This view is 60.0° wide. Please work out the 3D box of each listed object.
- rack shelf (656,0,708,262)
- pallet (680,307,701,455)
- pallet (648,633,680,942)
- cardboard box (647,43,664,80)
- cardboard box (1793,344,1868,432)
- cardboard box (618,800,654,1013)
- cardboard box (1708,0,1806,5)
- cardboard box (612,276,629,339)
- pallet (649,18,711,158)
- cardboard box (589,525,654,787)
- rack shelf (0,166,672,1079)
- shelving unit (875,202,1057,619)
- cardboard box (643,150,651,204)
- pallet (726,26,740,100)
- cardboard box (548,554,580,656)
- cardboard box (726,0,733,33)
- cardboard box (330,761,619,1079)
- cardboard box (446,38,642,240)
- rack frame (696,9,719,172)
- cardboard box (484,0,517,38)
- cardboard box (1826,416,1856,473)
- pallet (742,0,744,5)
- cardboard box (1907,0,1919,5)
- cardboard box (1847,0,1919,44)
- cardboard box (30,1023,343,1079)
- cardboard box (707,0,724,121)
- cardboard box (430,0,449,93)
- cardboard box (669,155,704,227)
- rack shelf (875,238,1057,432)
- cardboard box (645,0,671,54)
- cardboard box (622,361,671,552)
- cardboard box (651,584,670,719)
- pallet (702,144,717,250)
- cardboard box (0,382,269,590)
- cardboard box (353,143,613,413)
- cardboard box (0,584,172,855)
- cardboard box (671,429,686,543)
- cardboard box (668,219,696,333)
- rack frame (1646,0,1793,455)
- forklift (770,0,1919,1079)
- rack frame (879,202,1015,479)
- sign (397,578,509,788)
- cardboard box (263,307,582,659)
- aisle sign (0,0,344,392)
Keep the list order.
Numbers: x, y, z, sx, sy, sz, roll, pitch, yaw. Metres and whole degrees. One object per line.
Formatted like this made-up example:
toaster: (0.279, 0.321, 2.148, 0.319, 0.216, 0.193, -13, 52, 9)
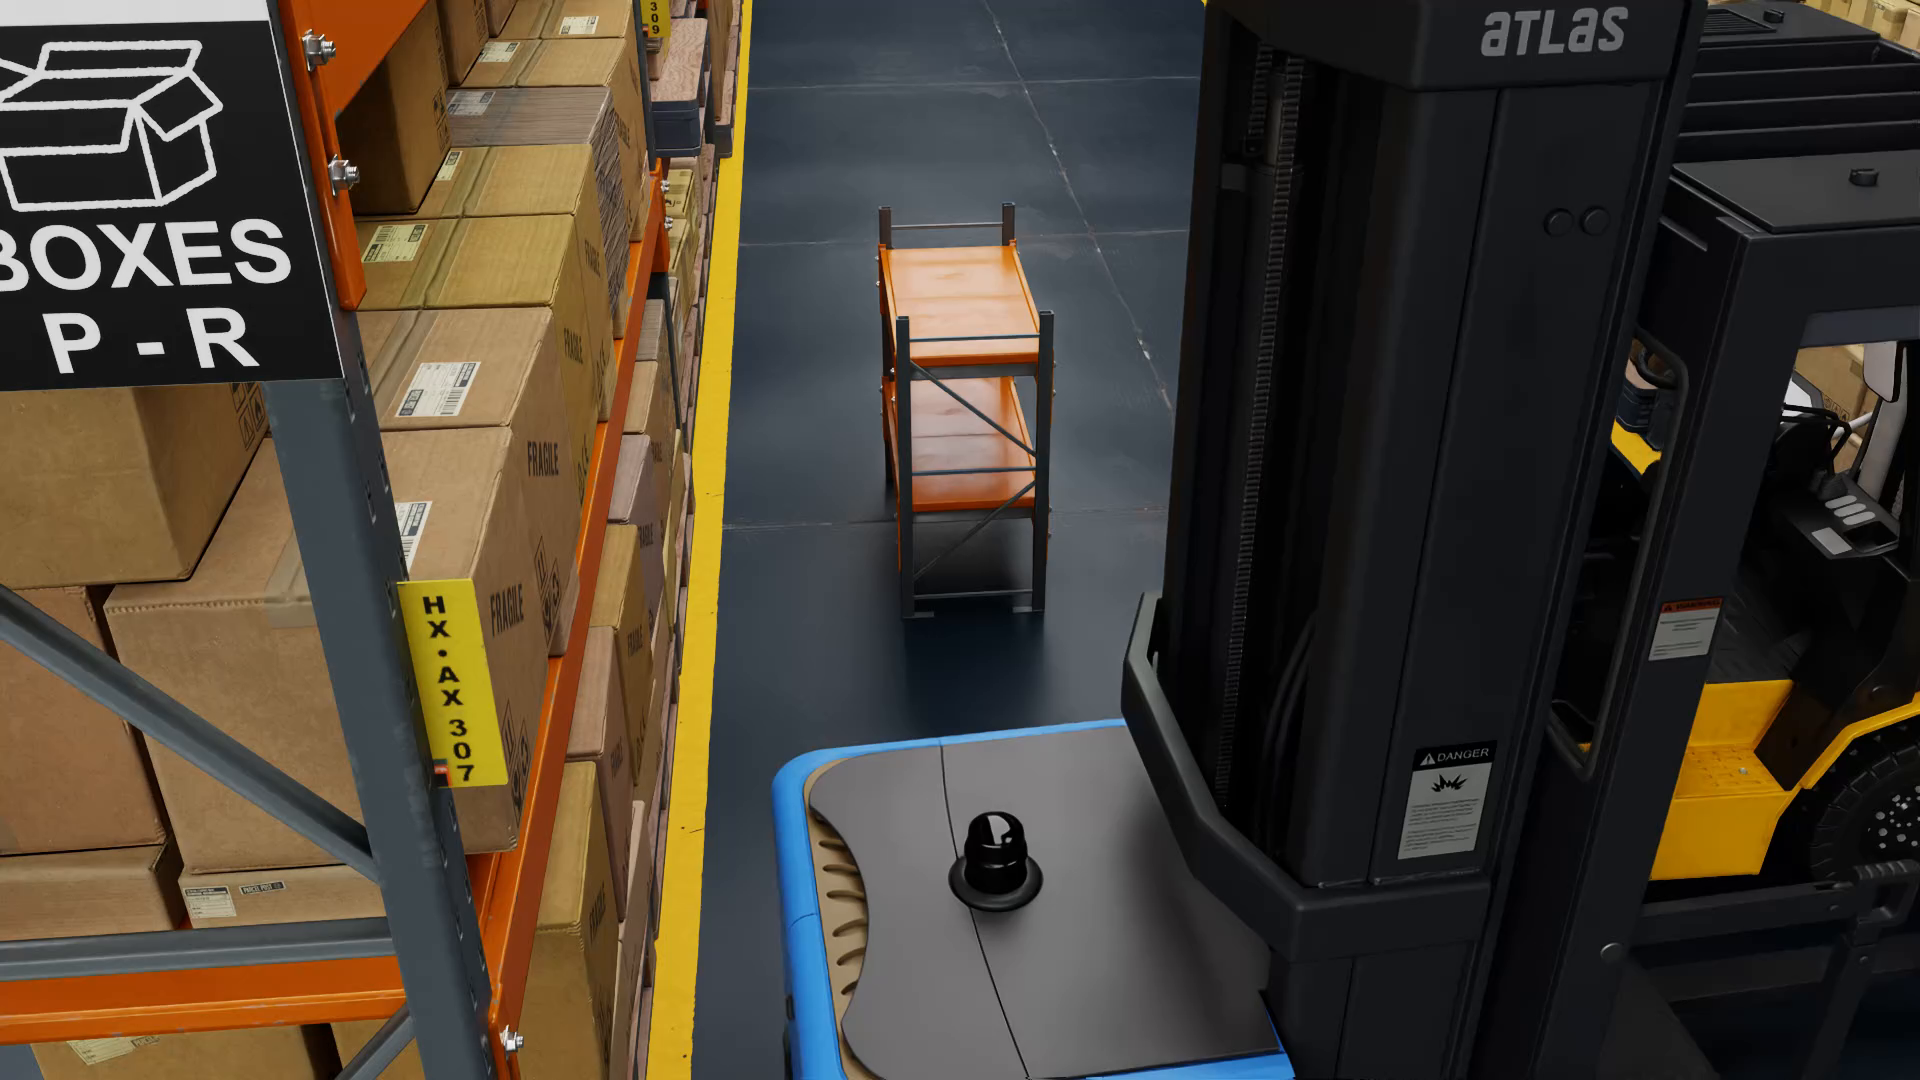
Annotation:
rack shelf: (-1.761, -2.165, 7.652, 1.077, 0.370, 4.000, -3, 31, -5)
pallet: (-1.648, -0.654, 7.138, 1.003, 0.211, 1.213, -3, 31, -5)
pallet: (-1.359, 0.709, 4.856, 1.003, 0.211, 1.213, -3, 31, -5)
cardboard box: (-1.311, -1.823, 6.212, 0.380, 0.149, 0.250, -2, 31, -4)
cardboard box: (3.138, -0.598, 5.624, 0.500, 0.250, 0.500, -3, 31, -5)
cardboard box: (-1.040, 0.903, 4.085, 0.500, 0.250, 0.500, -2, 31, -3)
cardboard box: (3.067, -2.082, 6.469, 0.500, 0.250, 0.500, -3, 31, -6)
cardboard box: (-1.142, -0.677, 4.704, 0.380, 0.149, 0.250, -3, 31, -5)
pallet: (-1.500, -1.768, 6.472, 1.003, 0.211, 1.213, -3, 31, -5)
cardboard box: (-1.095, 0.307, 4.352, 0.500, 0.500, 0.500, -2, 31, -4)
rack shelf: (-1.387, -0.123, 4.233, 1.077, 0.370, 4.000, -3, 31, -5)
shelving unit: (-0.001, -0.486, 5.967, 0.538, 1.125, 1.048, -3, 31, -5)
cardboard box: (-1.240, -1.196, 5.572, 0.380, 0.149, 0.250, -3, 31, -5)
pallet: (-2.057, -3.326, 11.612, 1.003, 0.211, 1.213, -3, 31, -5)
cardboard box: (-0.985, 0.114, 3.379, 0.380, 0.149, 0.250, -2, 31, -4)
cardboard box: (-2.092, -4.032, 11.738, 0.875, 0.875, 0.875, -2, 31, -3)
cardboard box: (-1.003, 0.830, 3.476, 0.500, 0.500, 0.500, -4, 31, -6)
cardboard box: (-1.230, -1.146, 4.857, 0.500, 0.500, 0.500, -2, 31, -3)
rack frame: (-1.948, -3.495, 9.177, 1.000, 3.000, 0.127, -3, 31, -5)
cardboard box: (-1.749, -1.818, 5.006, 0.700, 0.500, 0.500, -3, 31, -5)
cardboard box: (3.155, -0.389, 5.760, 0.500, 0.250, 0.500, -3, 31, -5)
pallet: (-2.314, -4.732, 13.967, 1.003, 0.211, 1.213, -3, 31, -5)
cardboard box: (3.234, -1.837, 5.380, 0.380, 0.149, 0.250, -2, 31, -4)
cardboard box: (3.161, -1.707, 5.452, 0.380, 0.149, 0.250, -2, 31, -3)
cardboard box: (-1.535, 0.871, 3.408, 0.500, 0.500, 0.500, -3, 31, -4)
cardboard box: (-1.929, -3.120, 10.211, 0.875, 0.875, 0.875, -3, 31, -5)
cardboard box: (-1.703, -1.299, 4.136, 0.700, 0.500, 0.500, -3, 31, -6)
cardboard box: (-1.828, -1.882, 8.629, 0.950, 0.372, 0.625, -3, 31, -6)
rack shelf: (-0.001, -0.738, 5.817, 0.538, 0.278, 1.000, -3, 31, -5)
cardboard box: (-1.332, -2.057, 5.972, 0.500, 0.500, 0.500, -2, 31, -3)
cardboard box: (-1.202, -0.226, 5.244, 0.500, 0.500, 0.500, -2, 31, -4)
cardboard box: (-1.148, 0.367, 4.982, 0.500, 0.250, 0.500, -2, 31, -4)
pallet: (-1.876, -1.899, 9.224, 1.003, 0.211, 1.213, -3, 31, -5)
cardboard box: (-1.465, -0.261, 2.400, 0.700, 0.500, 0.500, -3, 31, -6)
cardboard box: (-1.124, -0.620, 3.976, 0.500, 0.500, 0.500, -3, 31, -6)
cardboard box: (-1.525, 0.154, 2.679, 0.500, 0.500, 0.500, -3, 31, -5)
cardboard box: (-1.251, -0.164, 5.871, 0.500, 0.250, 0.500, -1, 31, -2)
cardboard box: (-1.696, -1.140, 7.386, 0.950, 0.372, 0.625, -1, 31, -1)
rack frame: (3.368, -1.693, 6.159, 1.000, 3.000, 0.127, -3, 31, -5)
forklift: (1.165, 0.216, 3.031, 3.031, 2.935, 1.130, -5, 31, -8)
rack frame: (-0.048, -0.746, 6.402, 0.500, 1.125, 0.032, -3, 31, -5)
sign: (-0.660, 0.191, 2.160, 0.100, 0.325, 0.005, -3, 31, -5)
cardboard box: (-1.020, -0.101, 3.107, 0.500, 0.500, 0.500, -2, 31, -3)
aisle sign: (-0.886, -0.510, 1.644, 0.394, 0.787, 0.004, -3, 31, -5)
